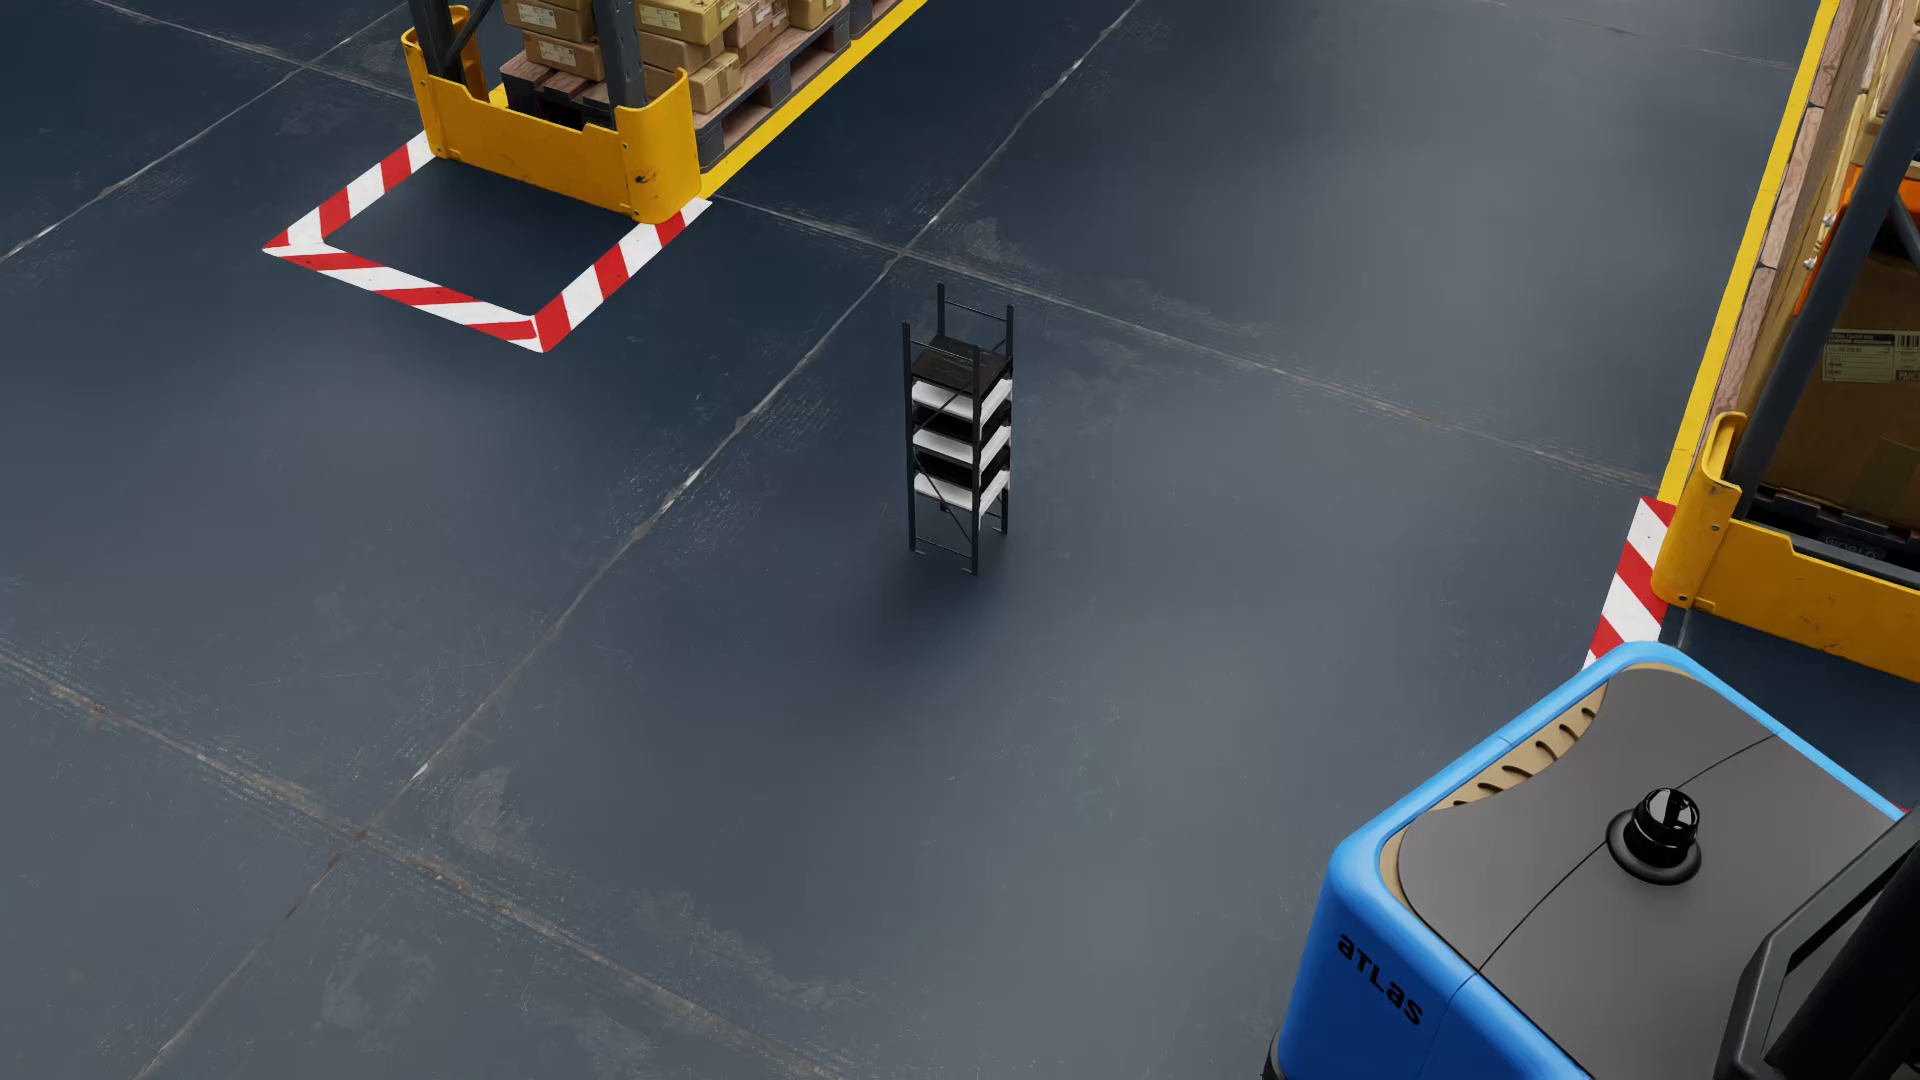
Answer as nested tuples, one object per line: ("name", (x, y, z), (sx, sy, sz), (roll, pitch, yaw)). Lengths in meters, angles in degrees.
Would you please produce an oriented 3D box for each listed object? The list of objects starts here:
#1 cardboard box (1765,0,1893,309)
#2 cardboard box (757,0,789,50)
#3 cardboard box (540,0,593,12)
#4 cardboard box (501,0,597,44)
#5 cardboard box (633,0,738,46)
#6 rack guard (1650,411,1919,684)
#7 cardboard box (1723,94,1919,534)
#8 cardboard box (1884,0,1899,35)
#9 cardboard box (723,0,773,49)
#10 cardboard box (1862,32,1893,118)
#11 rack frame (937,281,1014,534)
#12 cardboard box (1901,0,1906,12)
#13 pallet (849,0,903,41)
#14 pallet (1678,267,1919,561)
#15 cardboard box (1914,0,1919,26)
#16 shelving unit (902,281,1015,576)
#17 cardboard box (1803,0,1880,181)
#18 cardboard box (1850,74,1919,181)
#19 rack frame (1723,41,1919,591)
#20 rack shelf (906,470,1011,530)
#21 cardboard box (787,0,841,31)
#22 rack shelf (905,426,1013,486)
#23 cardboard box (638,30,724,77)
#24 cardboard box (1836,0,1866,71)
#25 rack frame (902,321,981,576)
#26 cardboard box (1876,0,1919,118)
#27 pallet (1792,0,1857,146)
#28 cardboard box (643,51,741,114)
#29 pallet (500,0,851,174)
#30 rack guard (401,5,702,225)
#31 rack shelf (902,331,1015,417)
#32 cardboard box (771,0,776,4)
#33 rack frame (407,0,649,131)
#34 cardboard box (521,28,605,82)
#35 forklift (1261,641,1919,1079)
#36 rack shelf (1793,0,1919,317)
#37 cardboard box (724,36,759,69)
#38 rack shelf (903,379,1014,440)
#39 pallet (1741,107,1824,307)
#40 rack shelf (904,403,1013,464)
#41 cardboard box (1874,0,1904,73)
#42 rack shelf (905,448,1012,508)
("cardboard box", (3.355, -1.218, 5.544), (0.875, 0.875, 0.875), (20, 49, 19))
("cardboard box", (-0.955, -2.236, 7.061), (0.380, 0.149, 0.250), (21, 49, 19))
("cardboard box", (-1.619, -2.288, 6.693), (0.380, 0.149, 0.250), (21, 49, 19))
("cardboard box", (-1.648, -2.193, 6.808), (0.380, 0.149, 0.250), (19, 48, 18))
("cardboard box", (-1.096, -2.088, 6.496), (0.380, 0.149, 0.250), (18, 48, 17))
("rack guard", (2.695, 0.079, 4.820), (1.175, 0.500, 0.348), (20, 49, 19))
("cardboard box", (2.932, -0.645, 4.977), (0.875, 0.875, 0.875), (20, 49, 19))
("cardboard box", (2.934, -1.539, 4.839), (0.380, 0.149, 0.250), (21, 49, 20))
("cardboard box", (-0.993, -2.165, 6.781), (0.380, 0.149, 0.250), (20, 49, 19))
("cardboard box", (2.699, -1.224, 4.527), (0.380, 0.149, 0.250), (21, 49, 19))
("rack frame", (0.043, -0.375, 4.988), (0.240, 0.900, 0.006), (20, 49, 19))
("cardboard box", (2.932, -1.579, 4.598), (0.500, 0.250, 0.500), (20, 49, 18))
("pallet", (-0.629, -2.849, 7.918), (1.003, 0.211, 1.213), (20, 49, 19))
("pallet", (3.008, -0.364, 5.461), (1.003, 0.211, 1.213), (20, 49, 19))
("cardboard box", (2.699, -1.524, 4.016), (0.500, 0.500, 0.500), (21, 49, 20))
("shelving unit", (-0.004, -0.311, 4.925), (0.258, 0.900, 0.210), (20, 49, 19))
("cardboard box", (3.768, -1.779, 6.098), (0.875, 0.875, 0.875), (20, 49, 19))
("cardboard box", (2.580, -1.059, 4.365), (0.380, 0.149, 0.250), (21, 49, 20))
("rack frame", (2.706, -0.815, 3.946), (1.000, 3.000, 0.127), (20, 49, 19))
("rack shelf", (-0.004, -0.161, 5.077), (0.258, 0.077, 0.200), (20, 49, 19))
("cardboard box", (-0.740, -2.361, 7.184), (0.380, 0.149, 0.250), (21, 49, 20))
("rack shelf", (-0.004, -0.288, 4.949), (0.258, 0.077, 0.200), (20, 49, 19))
("cardboard box", (-1.170, -2.011, 6.629), (0.380, 0.149, 0.250), (22, 49, 21))
("cardboard box", (4.186, -2.346, 6.658), (0.875, 0.875, 0.875), (20, 49, 19))
("rack frame", (-0.051, -0.247, 4.862), (0.240, 0.900, 0.006), (20, 49, 19))
("cardboard box", (2.696, -1.259, 4.282), (0.500, 0.250, 0.500), (20, 49, 18))
("pallet", (4.140, -1.901, 6.981), (1.003, 0.211, 1.213), (20, 49, 19))
("cardboard box", (-1.114, -1.886, 6.714), (0.380, 0.149, 0.250), (21, 49, 20))
("pallet", (-1.197, -2.084, 7.161), (1.003, 0.211, 1.213), (20, 49, 19))
("rack guard", (-1.605, -1.685, 6.564), (1.175, 0.500, 0.348), (20, 49, 19))
("rack shelf", (-0.004, -0.478, 4.757), (0.258, 0.077, 0.200), (20, 49, 19))
("cardboard box", (-0.957, -2.349, 6.962), (0.380, 0.149, 0.250), (21, 49, 20))
("rack frame", (-1.640, -2.516, 5.628), (1.000, 3.000, 0.127), (20, 49, 19))
("cardboard box", (-1.581, -2.062, 6.888), (0.380, 0.149, 0.250), (21, 49, 20))
("forklift", (1.969, 0.960, 2.240), (1.130, 2.935, 3.031), (-28, 52, -25))
("rack shelf", (3.634, -1.822, 5.447), (1.077, 0.370, 4.000), (20, 49, 19))
("cardboard box", (-1.065, -2.078, 6.904), (0.380, 0.149, 0.250), (20, 49, 19))
("rack shelf", (-0.004, -0.414, 4.821), (0.258, 0.077, 0.200), (20, 49, 19))
("pallet", (3.575, -1.130, 6.218), (1.003, 0.211, 1.213), (20, 49, 19))
("rack shelf", (-0.004, -0.351, 4.885), (0.258, 0.077, 0.200), (20, 49, 19))
("cardboard box", (2.817, -1.382, 4.684), (0.380, 0.149, 0.250), (21, 49, 19))
("rack shelf", (-0.004, -0.225, 5.013), (0.258, 0.077, 0.200), (20, 49, 19))
